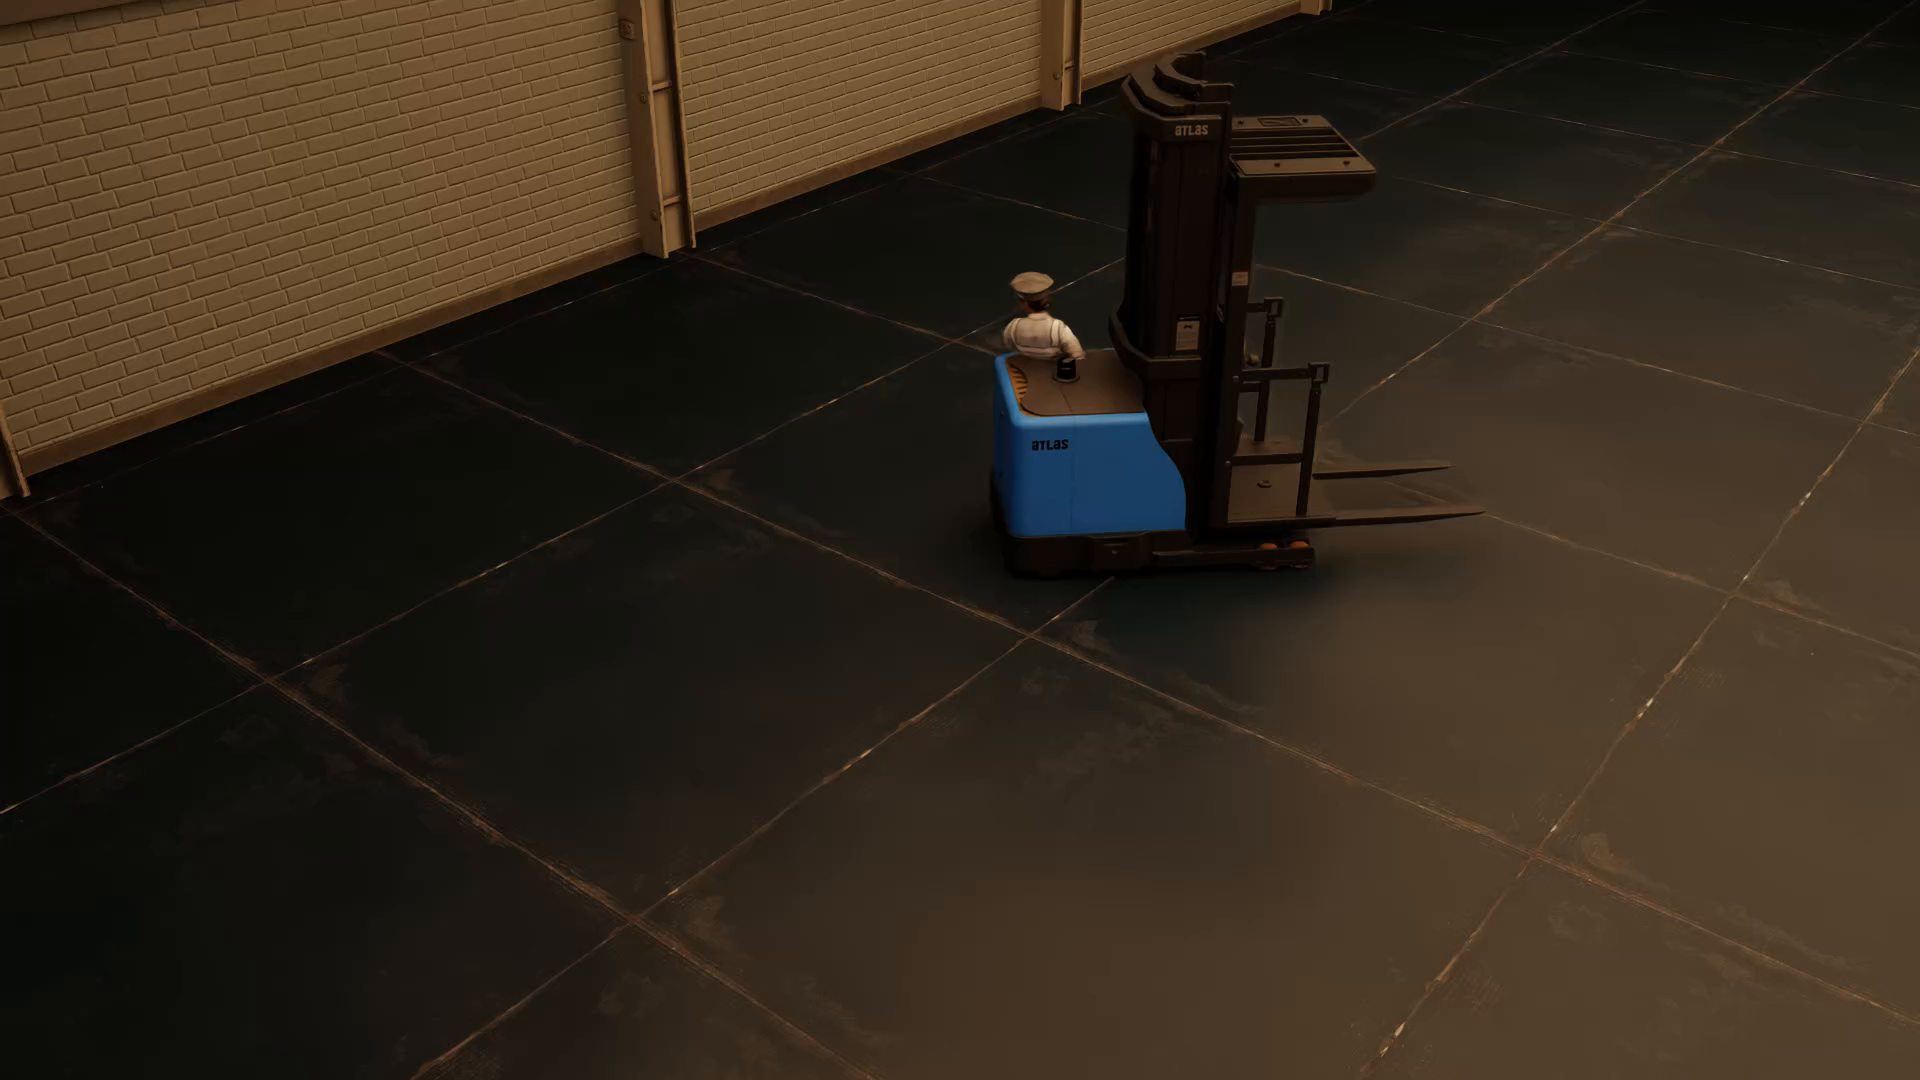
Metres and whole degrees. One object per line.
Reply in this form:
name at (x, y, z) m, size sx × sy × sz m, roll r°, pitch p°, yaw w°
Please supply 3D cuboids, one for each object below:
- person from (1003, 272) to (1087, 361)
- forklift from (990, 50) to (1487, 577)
person at (0.600, -0.937, 10.538) m, size 0.666 × 1.593 × 0.794 m, roll 5°, pitch 31°, yaw 9°
forklift at (1.747, -1.343, 9.894) m, size 3.031 × 2.935 × 1.130 m, roll -3°, pitch 30°, yaw -5°
